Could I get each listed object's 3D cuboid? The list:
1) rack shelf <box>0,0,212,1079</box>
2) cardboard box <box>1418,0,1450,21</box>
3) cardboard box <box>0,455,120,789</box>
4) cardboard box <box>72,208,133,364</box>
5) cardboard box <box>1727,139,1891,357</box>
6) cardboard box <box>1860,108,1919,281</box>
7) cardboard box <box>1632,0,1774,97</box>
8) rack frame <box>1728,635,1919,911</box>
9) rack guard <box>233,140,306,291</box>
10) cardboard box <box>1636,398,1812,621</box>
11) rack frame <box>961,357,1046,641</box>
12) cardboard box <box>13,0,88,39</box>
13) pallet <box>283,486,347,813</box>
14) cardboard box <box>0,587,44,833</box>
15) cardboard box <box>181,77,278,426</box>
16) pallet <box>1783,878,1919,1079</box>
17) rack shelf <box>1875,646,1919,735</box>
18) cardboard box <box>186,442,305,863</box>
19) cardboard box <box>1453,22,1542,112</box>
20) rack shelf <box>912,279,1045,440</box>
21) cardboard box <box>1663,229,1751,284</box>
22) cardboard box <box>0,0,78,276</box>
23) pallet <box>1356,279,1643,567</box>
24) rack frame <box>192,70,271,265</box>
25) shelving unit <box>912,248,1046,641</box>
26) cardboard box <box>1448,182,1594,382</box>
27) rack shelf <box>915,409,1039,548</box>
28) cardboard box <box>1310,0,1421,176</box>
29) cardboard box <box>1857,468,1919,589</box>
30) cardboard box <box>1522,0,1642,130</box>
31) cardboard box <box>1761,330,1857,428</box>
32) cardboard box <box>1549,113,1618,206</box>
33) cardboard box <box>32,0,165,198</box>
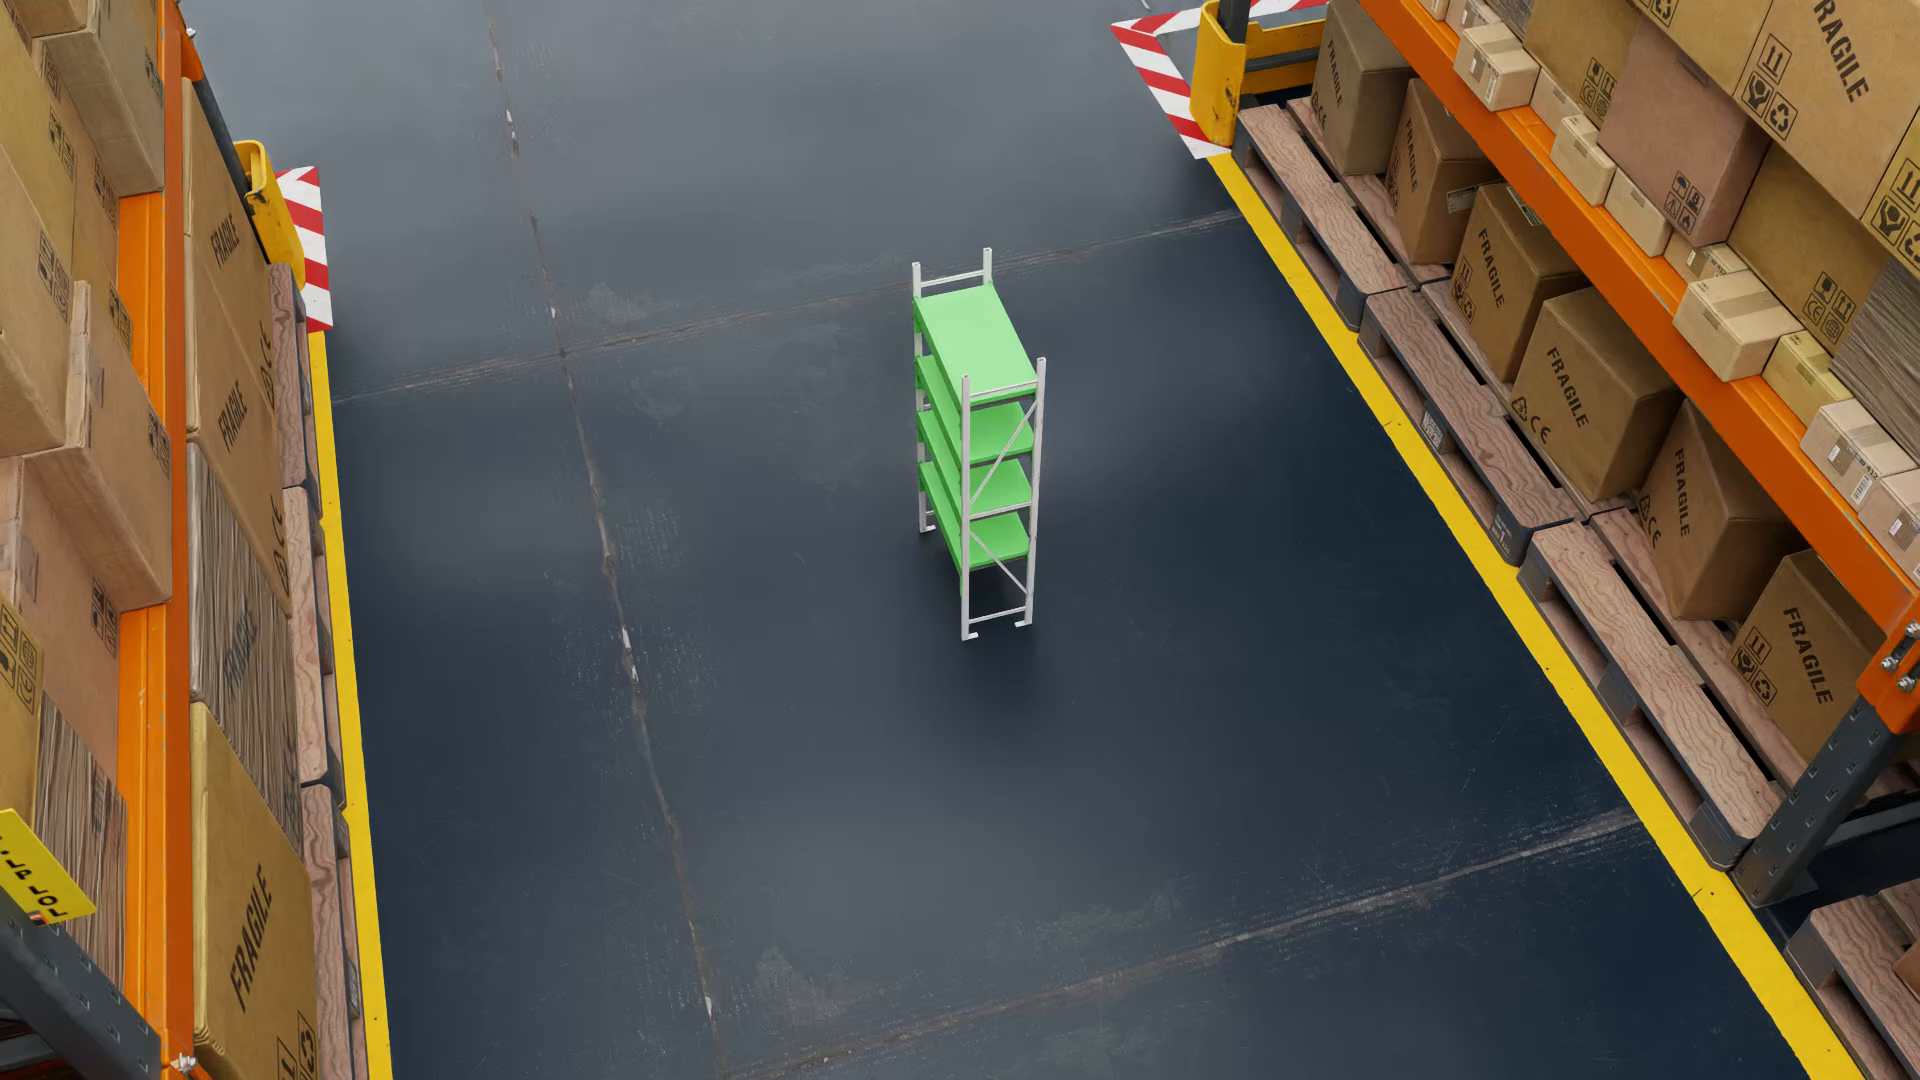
[{"bbox_3d":[-2.593,-0.226,4.450,1.077,0.370,4.000,-13,51,-11],"label":"rack shelf"},{"bbox_3d":[1.716,-1.889,5.545,0.380,0.149,0.250,-13,51,-11],"label":"cardboard box"},{"bbox_3d":[-2.307,0.291,3.445,0.875,0.550,0.550,-13,51,-11],"label":"cardboard box"},{"bbox_3d":[-2.606,-0.495,4.107,0.875,0.550,0.500,-13,51,-11],"label":"cardboard box"},{"bbox_3d":[2.578,-0.889,4.278,0.875,0.500,0.500,-13,51,-11],"label":"cardboard box"},{"bbox_3d":[2.370,-0.762,3.517,0.500,0.500,0.500,-13,51,-11],"label":"cardboard box"},{"bbox_3d":[2.074,-1.492,4.132,0.500,0.500,0.500,-13,51,-11],"label":"cardboard box"},{"bbox_3d":[2.766,-0.045,3.826,1.000,3.000,0.127,-13,51,-11],"label":"rack frame"},{"bbox_3d":[-3.192,-1.131,6.376,1.175,0.500,0.348,-13,51,-11],"label":"rack guard"},{"bbox_3d":[2.509,-0.093,5.227,0.500,0.500,0.500,1,50,1],"label":"cardboard box"},{"bbox_3d":[0.121,-0.088,5.039,0.240,1.200,0.015,-13,51,-11],"label":"rack frame"},{"bbox_3d":[-2.861,-1.655,4.379,0.875,0.550,0.550,-13,51,-11],"label":"cardboard box"},{"bbox_3d":[-2.516,0.435,5.245,1.003,0.211,1.213,-13,51,-11],"label":"pallet"},{"bbox_3d":[-2.078,0.329,2.707,0.875,0.550,0.550,-13,51,-11],"label":"cardboard box"},{"bbox_3d":[-2.921,-0.889,5.653,0.875,0.875,0.875,-13,51,-11],"label":"cardboard box"},{"bbox_3d":[2.998,1.422,4.413,1.003,0.211,1.213,-13,51,-11],"label":"pallet"},{"bbox_3d":[3.358,1.647,2.870,1.077,0.370,4.000,-13,51,-11],"label":"rack shelf"},{"bbox_3d":[-2.391,0.419,4.550,0.875,0.875,0.875,-13,51,-11],"label":"cardboard box"},{"bbox_3d":[1.791,-1.506,5.222,0.380,0.149,0.250,-13,51,-11],"label":"cardboard box"},{"bbox_3d":[0.049,-0.534,4.871,0.258,0.148,0.480,-13,51,-11],"label":"rack shelf"},{"bbox_3d":[2.212,-0.806,4.632,0.380,0.149,0.250,-13,51,-11],"label":"cardboard box"},{"bbox_3d":[-2.544,-0.857,3.707,0.875,0.550,0.500,-13,51,-11],"label":"cardboard box"},{"bbox_3d":[2.169,-0.522,6.052,1.003,0.211,1.213,-13,51,-11],"label":"pallet"},{"bbox_3d":[-3.185,-1.919,5.406,1.000,3.000,0.127,-13,51,-11],"label":"rack frame"},{"bbox_3d":[0.049,-0.266,5.189,0.258,1.200,0.503,-13,51,-11],"label":"shelving unit"},{"bbox_3d":[2.128,-0.946,5.946,0.500,0.500,0.500,-9,50,-8],"label":"cardboard box"},{"bbox_3d":[0.049,-0.225,5.238,0.258,0.148,0.480,-13,51,-11],"label":"rack shelf"},{"bbox_3d":[1.752,-1.837,6.697,0.500,0.500,0.500,-5,50,-4],"label":"cardboard box"},{"bbox_3d":[2.422,-0.055,3.999,0.380,0.149,0.250,-13,51,-11],"label":"cardboard box"},{"bbox_3d":[2.225,-1.606,4.882,0.875,0.500,0.500,-13,51,-11],"label":"cardboard box"},{"bbox_3d":[2.340,-0.436,4.320,0.380,0.149,0.250,-13,51,-11],"label":"cardboard box"},{"bbox_3d":[1.992,-1.154,4.925,0.380,0.149,0.250,-13,51,-11],"label":"cardboard box"},{"bbox_3d":[-2.848,-1.310,4.794,0.875,0.550,0.550,-13,51,-11],"label":"cardboard box"}]
